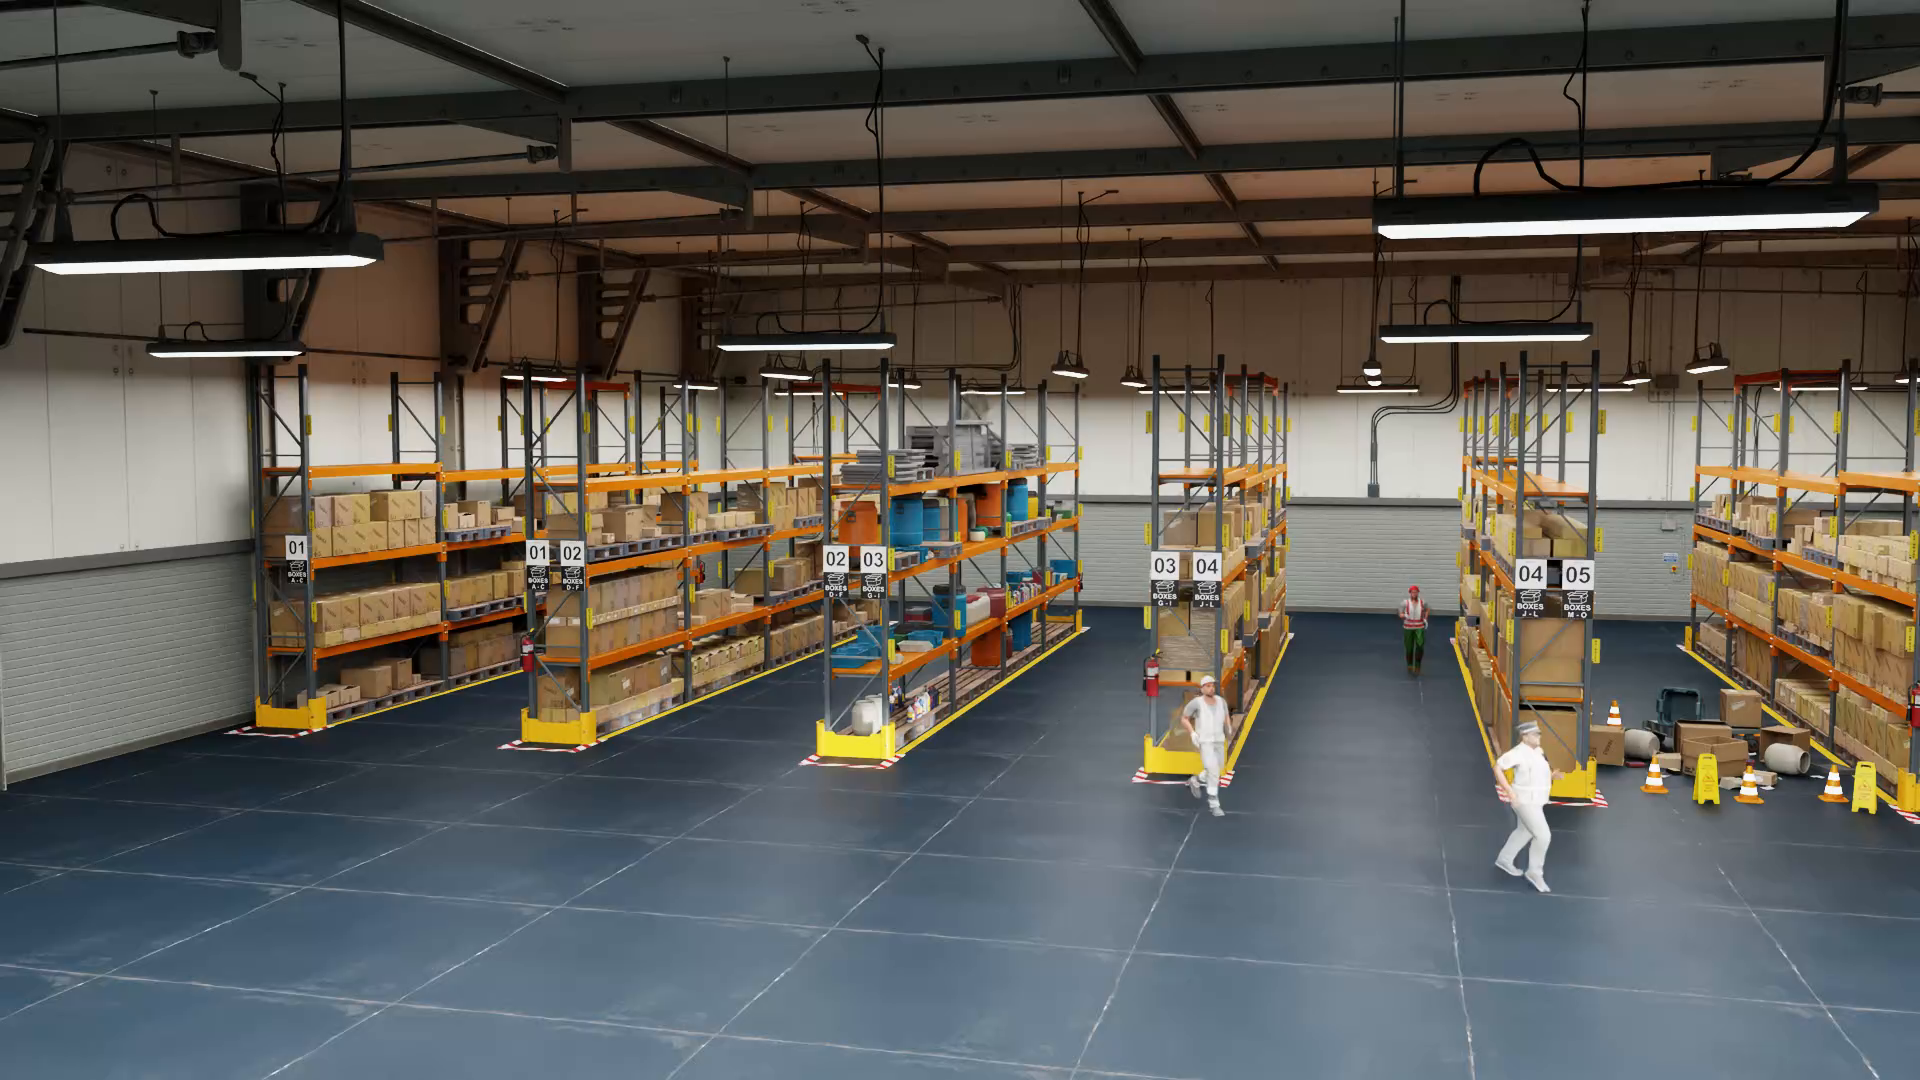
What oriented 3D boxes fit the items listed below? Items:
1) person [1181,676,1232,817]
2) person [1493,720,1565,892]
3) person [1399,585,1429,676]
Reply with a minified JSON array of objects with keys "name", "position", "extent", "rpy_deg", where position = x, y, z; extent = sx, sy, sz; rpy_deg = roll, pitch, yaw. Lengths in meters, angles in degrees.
[{"name":"person","position":[3.231,2.638,21.558],"extent":[0.646,1.780,0.775],"rpy_deg":[-2,4,-22]},{"name":"person","position":[6.189,2.878,18.103],"extent":[0.785,1.847,0.633],"rpy_deg":[3,5,41]},{"name":"person","position":[9.117,1.813,33.390],"extent":[0.601,1.818,0.777],"rpy_deg":[1,4,13]}]
